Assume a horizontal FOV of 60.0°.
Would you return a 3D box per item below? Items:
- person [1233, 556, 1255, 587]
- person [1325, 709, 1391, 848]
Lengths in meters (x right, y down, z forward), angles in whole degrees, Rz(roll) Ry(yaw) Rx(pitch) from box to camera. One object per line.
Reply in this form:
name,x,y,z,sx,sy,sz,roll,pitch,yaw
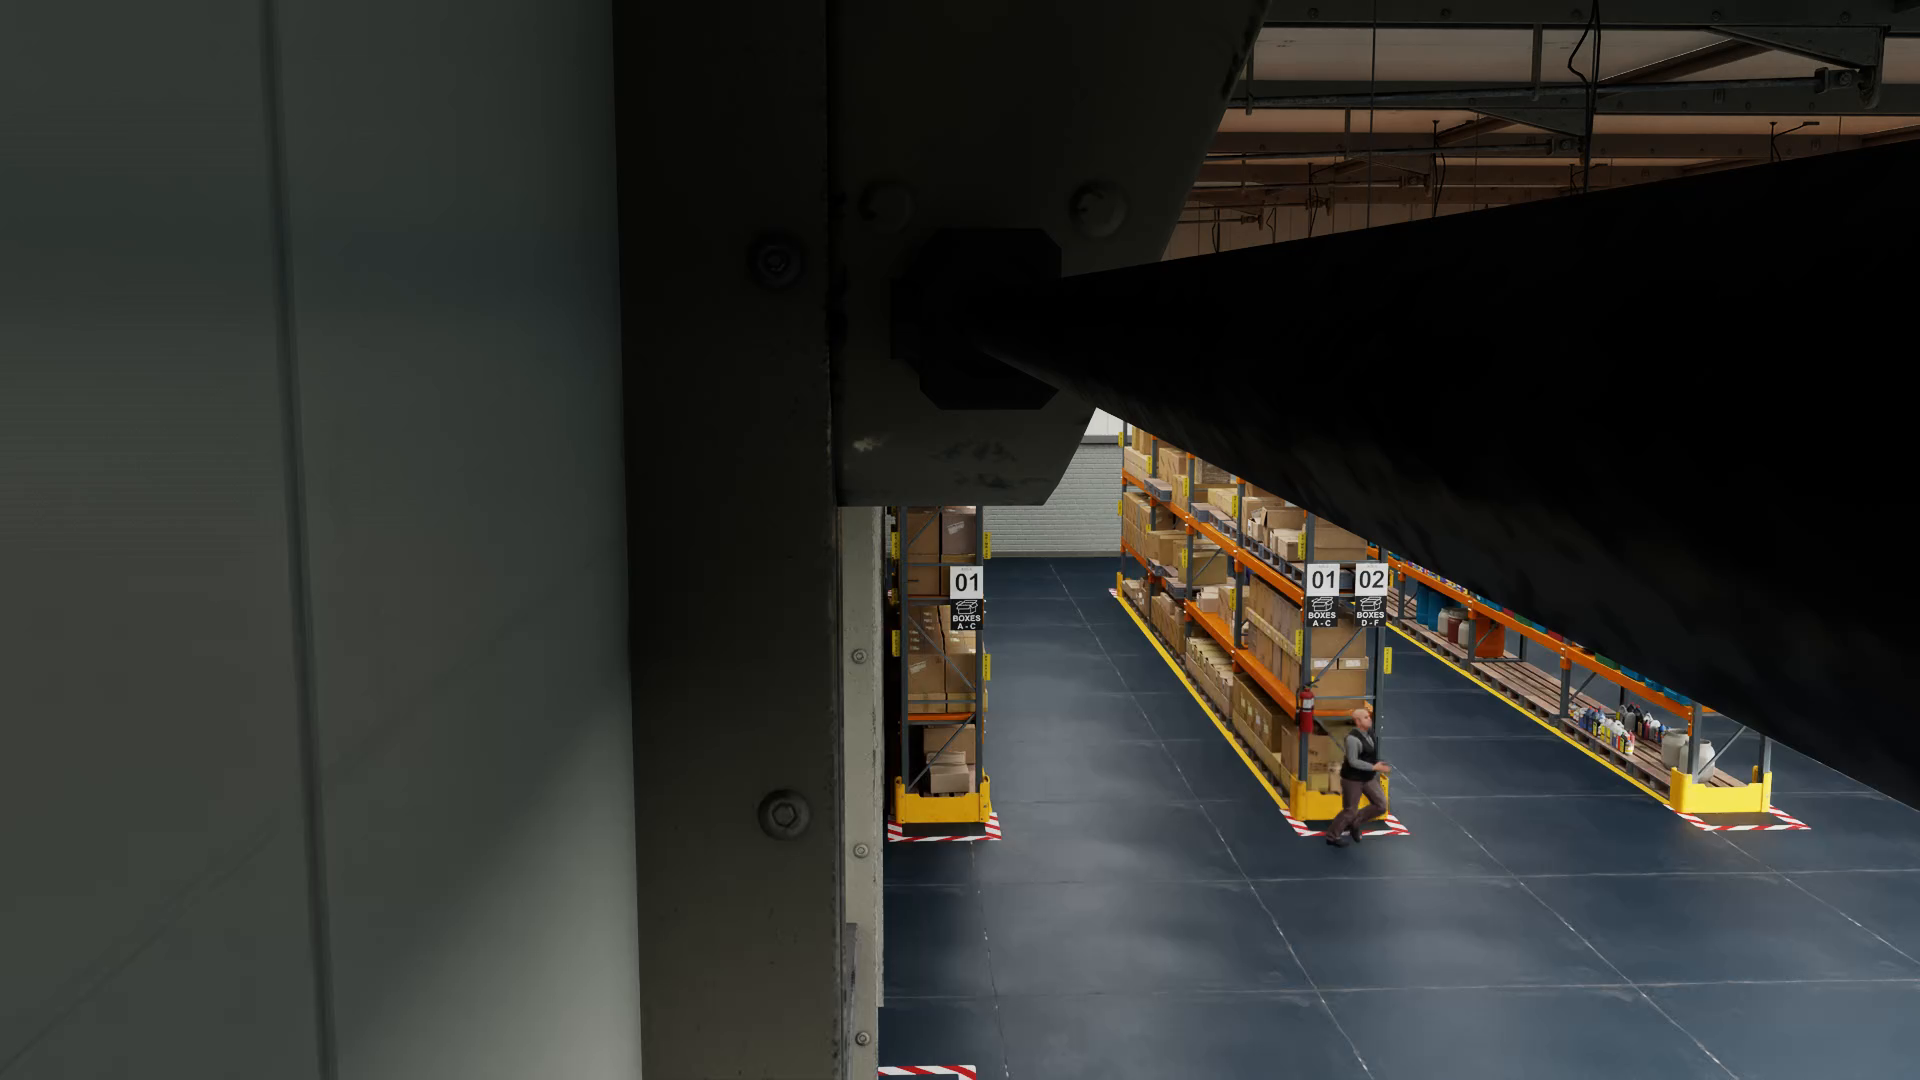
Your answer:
person,6.029,0.566,35.292,0.618,1.652,0.943,-2,8,-14
person,4.639,2.756,19.226,0.775,1.671,0.675,7,10,40
